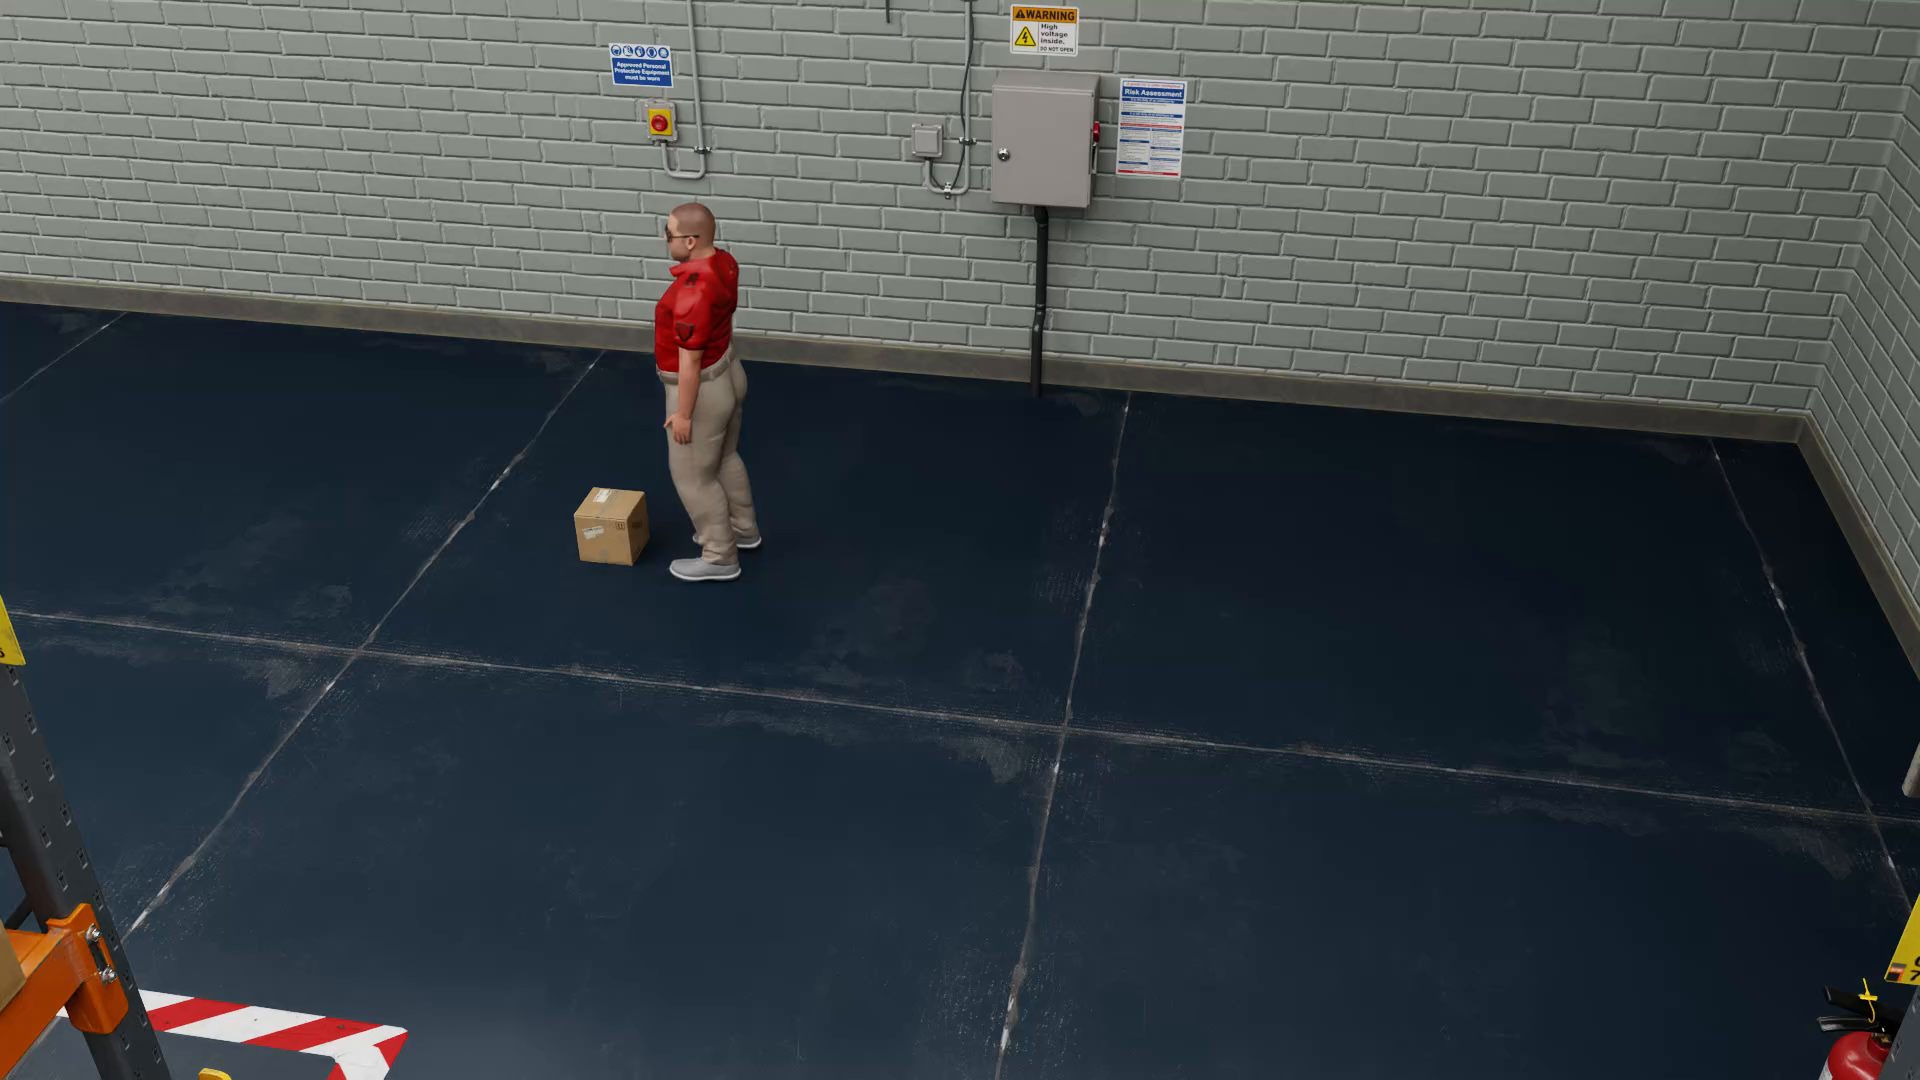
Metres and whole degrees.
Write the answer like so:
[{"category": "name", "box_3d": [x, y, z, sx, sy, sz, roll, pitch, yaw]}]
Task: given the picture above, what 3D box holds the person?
[{"category": "person", "box_3d": [-1.124, -0.590, 7.187, 0.361, 1.627, 0.527, 6, 33, 9]}]
